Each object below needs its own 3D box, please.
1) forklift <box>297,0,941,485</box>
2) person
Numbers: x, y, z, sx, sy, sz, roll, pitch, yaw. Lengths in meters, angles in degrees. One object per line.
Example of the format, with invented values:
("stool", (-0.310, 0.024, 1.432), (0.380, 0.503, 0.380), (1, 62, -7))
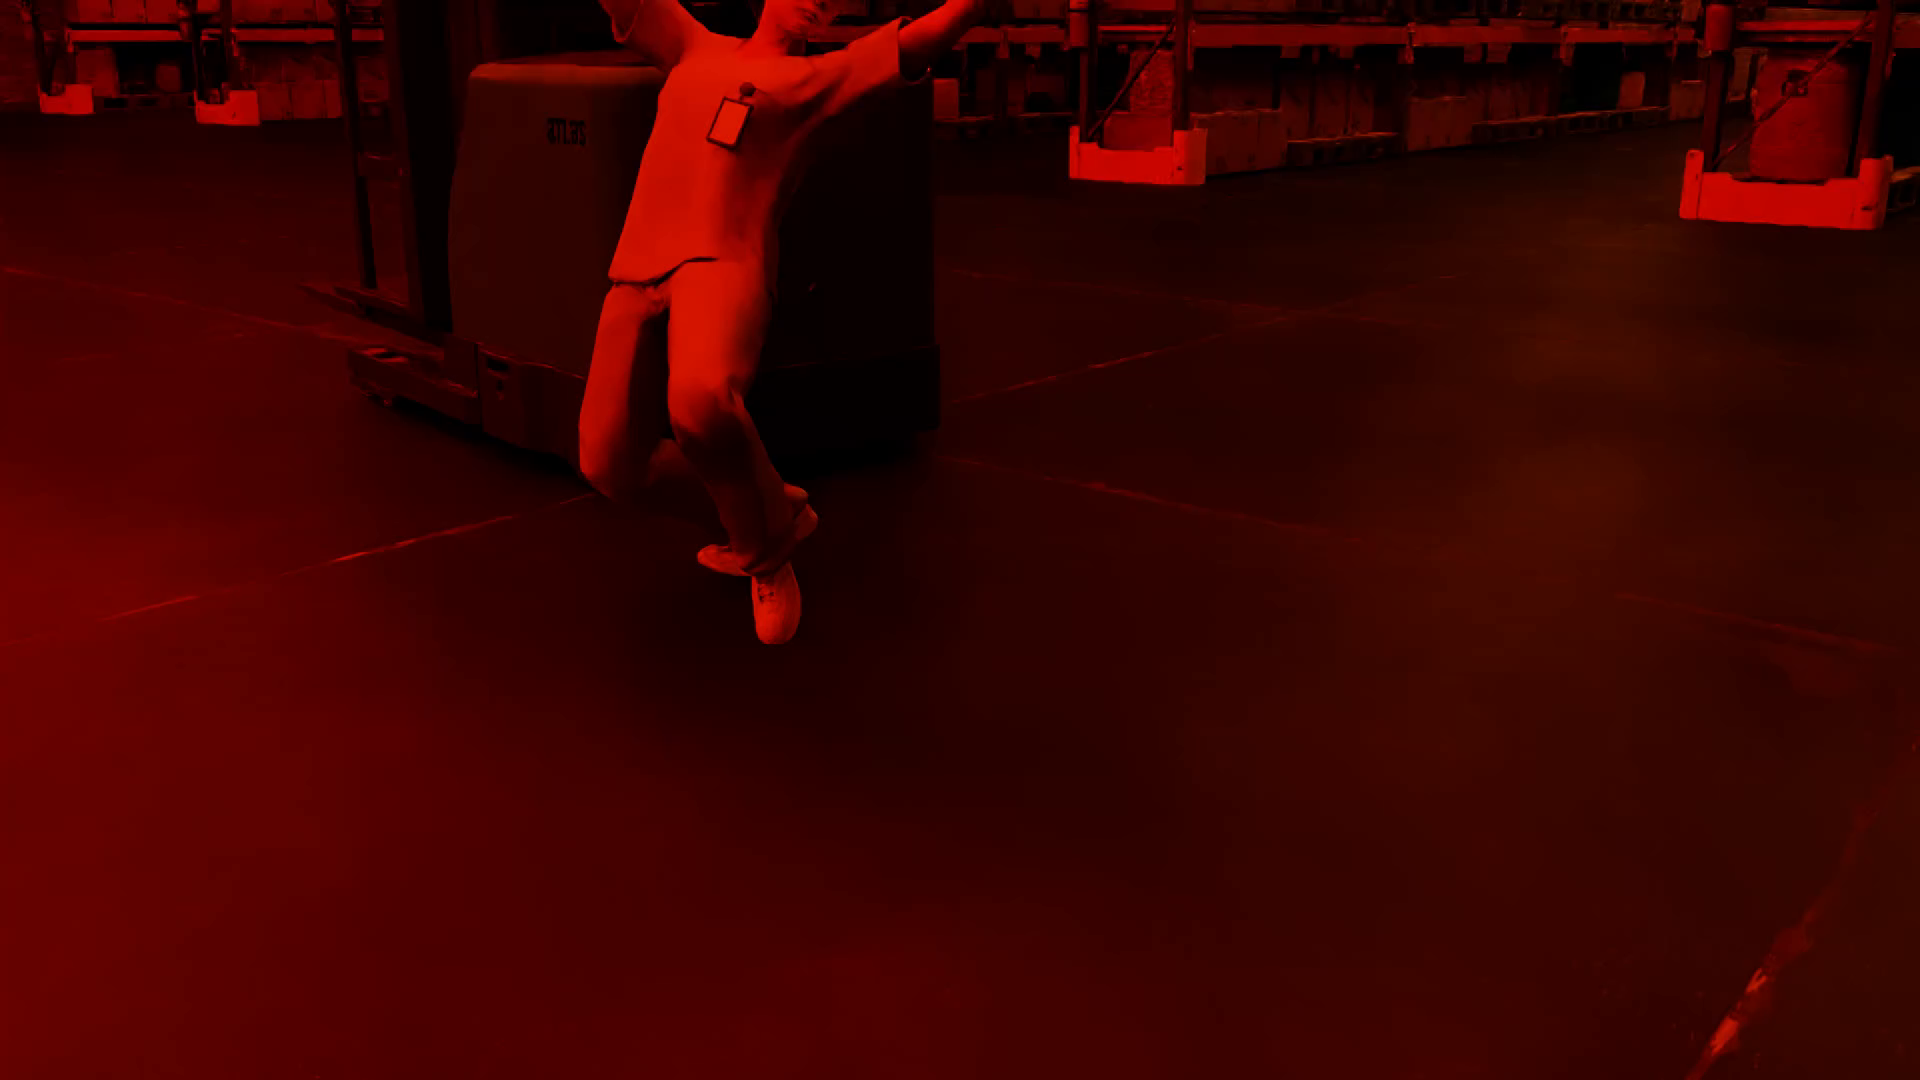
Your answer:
("forklift", (-1.370, -1.909, 5.184), (1.130, 2.935, 3.031), (-13, 21, -37))
("person", (-0.318, -0.576, 3.190), (0.969, 1.561, 0.787), (10, 19, 29))
